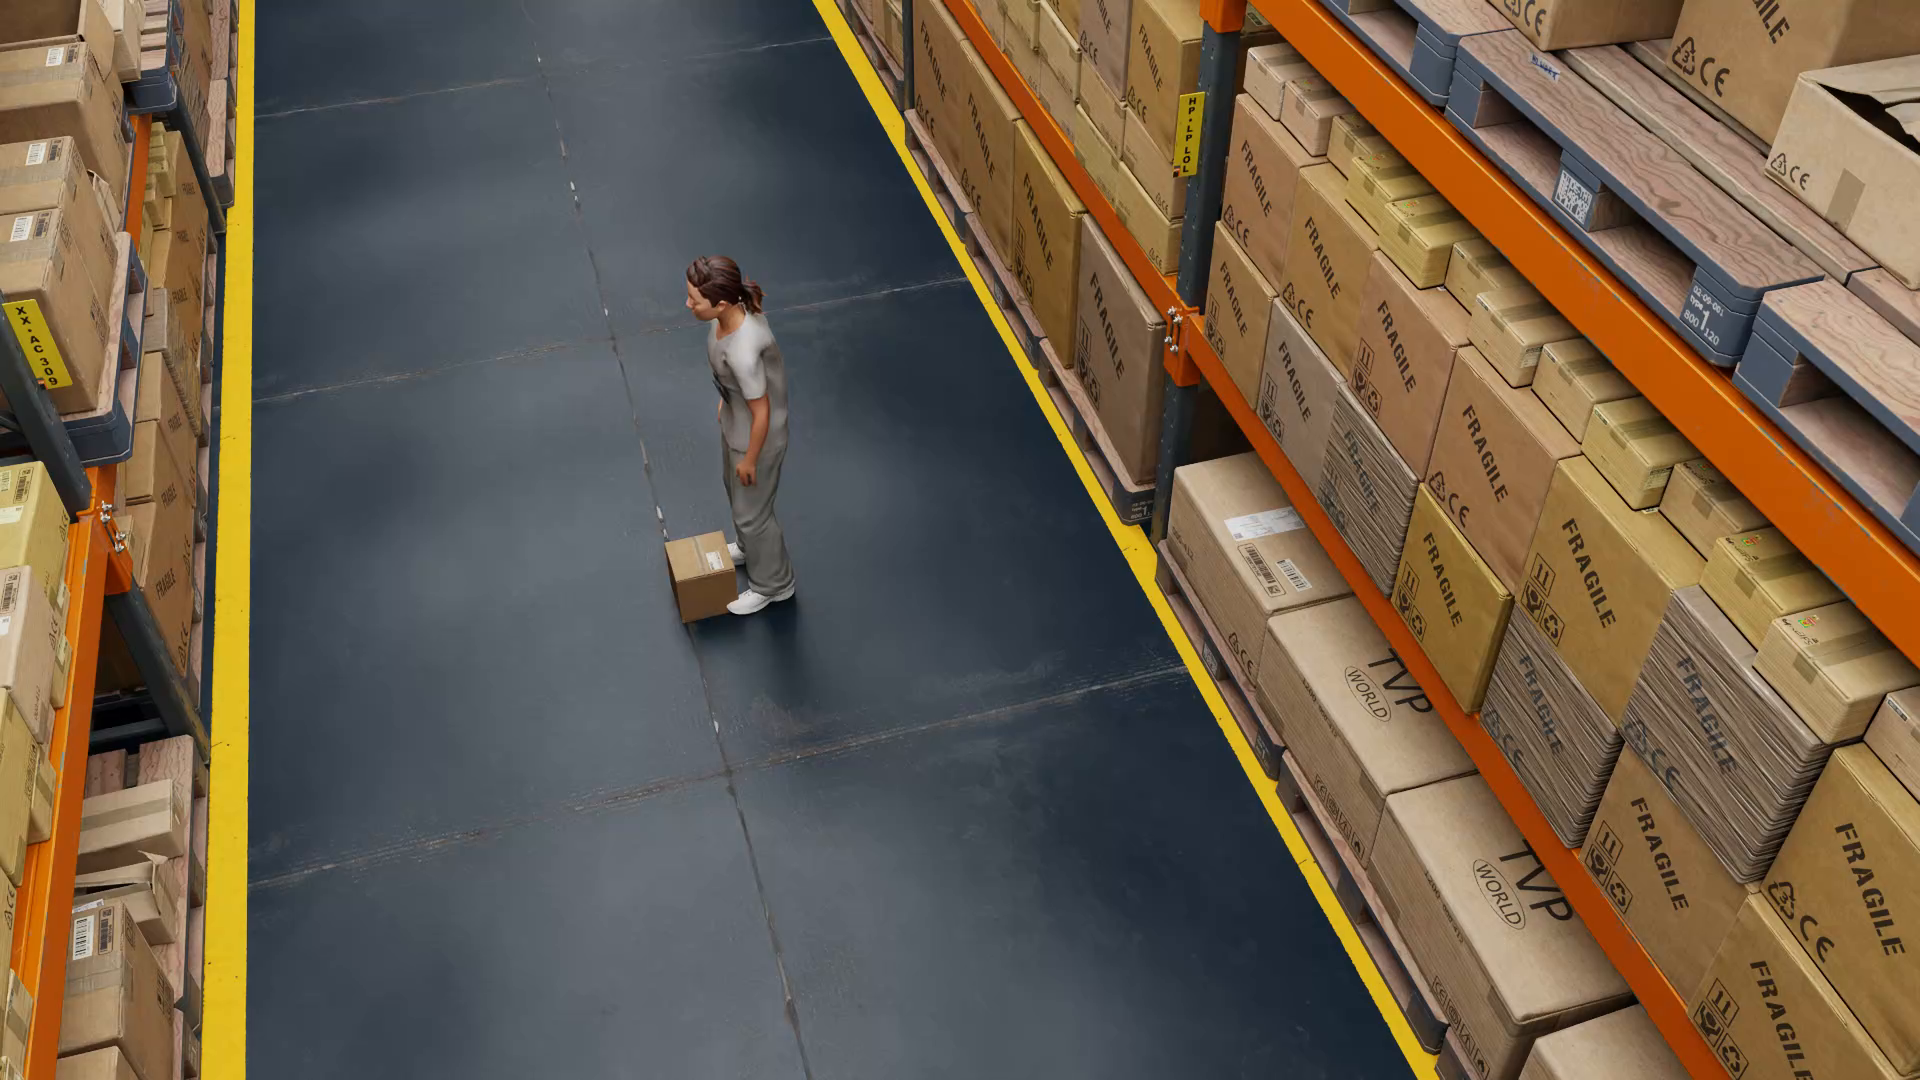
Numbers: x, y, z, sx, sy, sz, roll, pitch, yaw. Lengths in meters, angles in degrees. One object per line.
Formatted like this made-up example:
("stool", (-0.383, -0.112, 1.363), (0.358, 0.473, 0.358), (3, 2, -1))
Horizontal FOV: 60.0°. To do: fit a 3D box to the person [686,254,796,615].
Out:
("person", (-0.859, -0.428, 6.630), (0.359, 1.673, 0.485), (-12, 44, -13))
